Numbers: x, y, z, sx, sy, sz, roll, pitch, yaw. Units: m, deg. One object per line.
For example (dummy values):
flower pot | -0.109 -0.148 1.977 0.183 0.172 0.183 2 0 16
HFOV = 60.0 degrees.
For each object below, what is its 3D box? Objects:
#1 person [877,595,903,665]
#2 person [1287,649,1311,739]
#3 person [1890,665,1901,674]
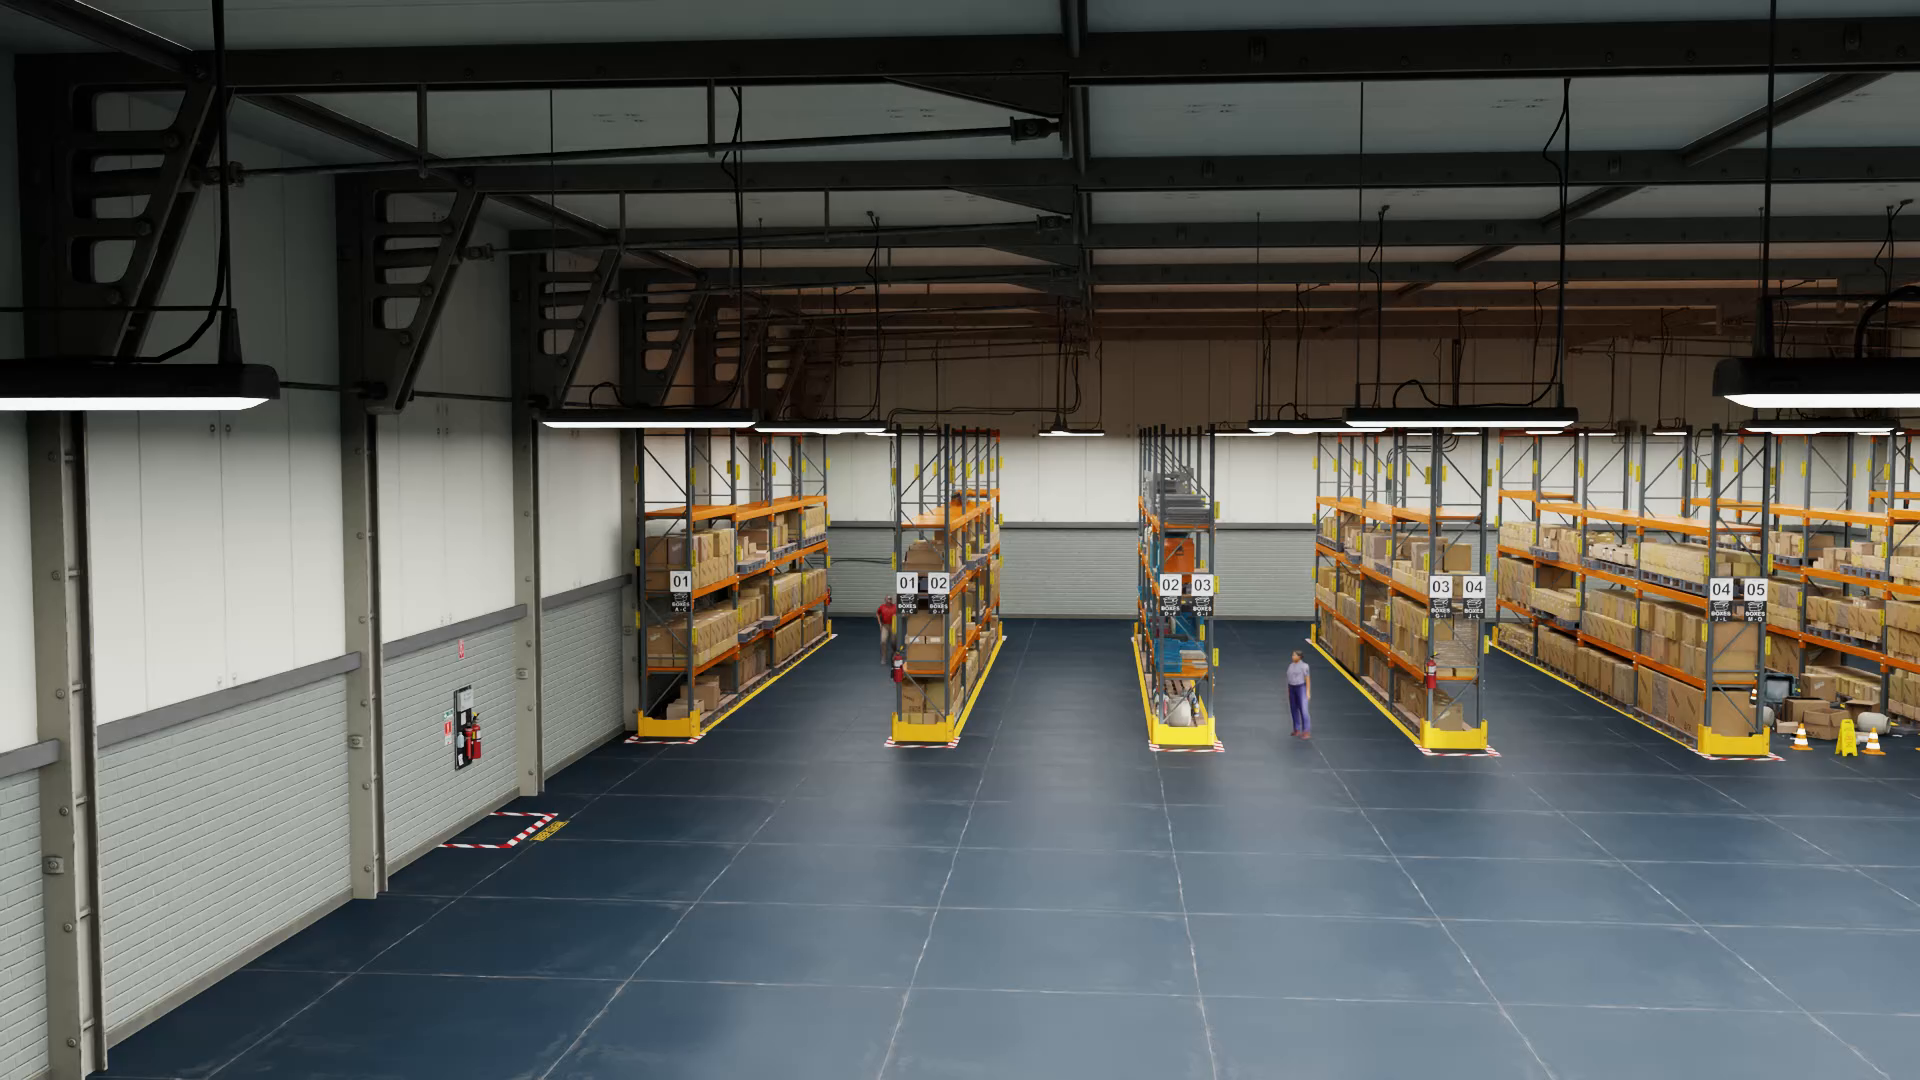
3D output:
person | -1.815 2.297 42.470 0.699 1.768 0.825 1 4 10
person | 6.525 2.952 32.048 0.435 1.662 0.633 -2 4 -34
person | 21.180 2.607 37.674 0.571 1.667 0.478 -3 5 -43
